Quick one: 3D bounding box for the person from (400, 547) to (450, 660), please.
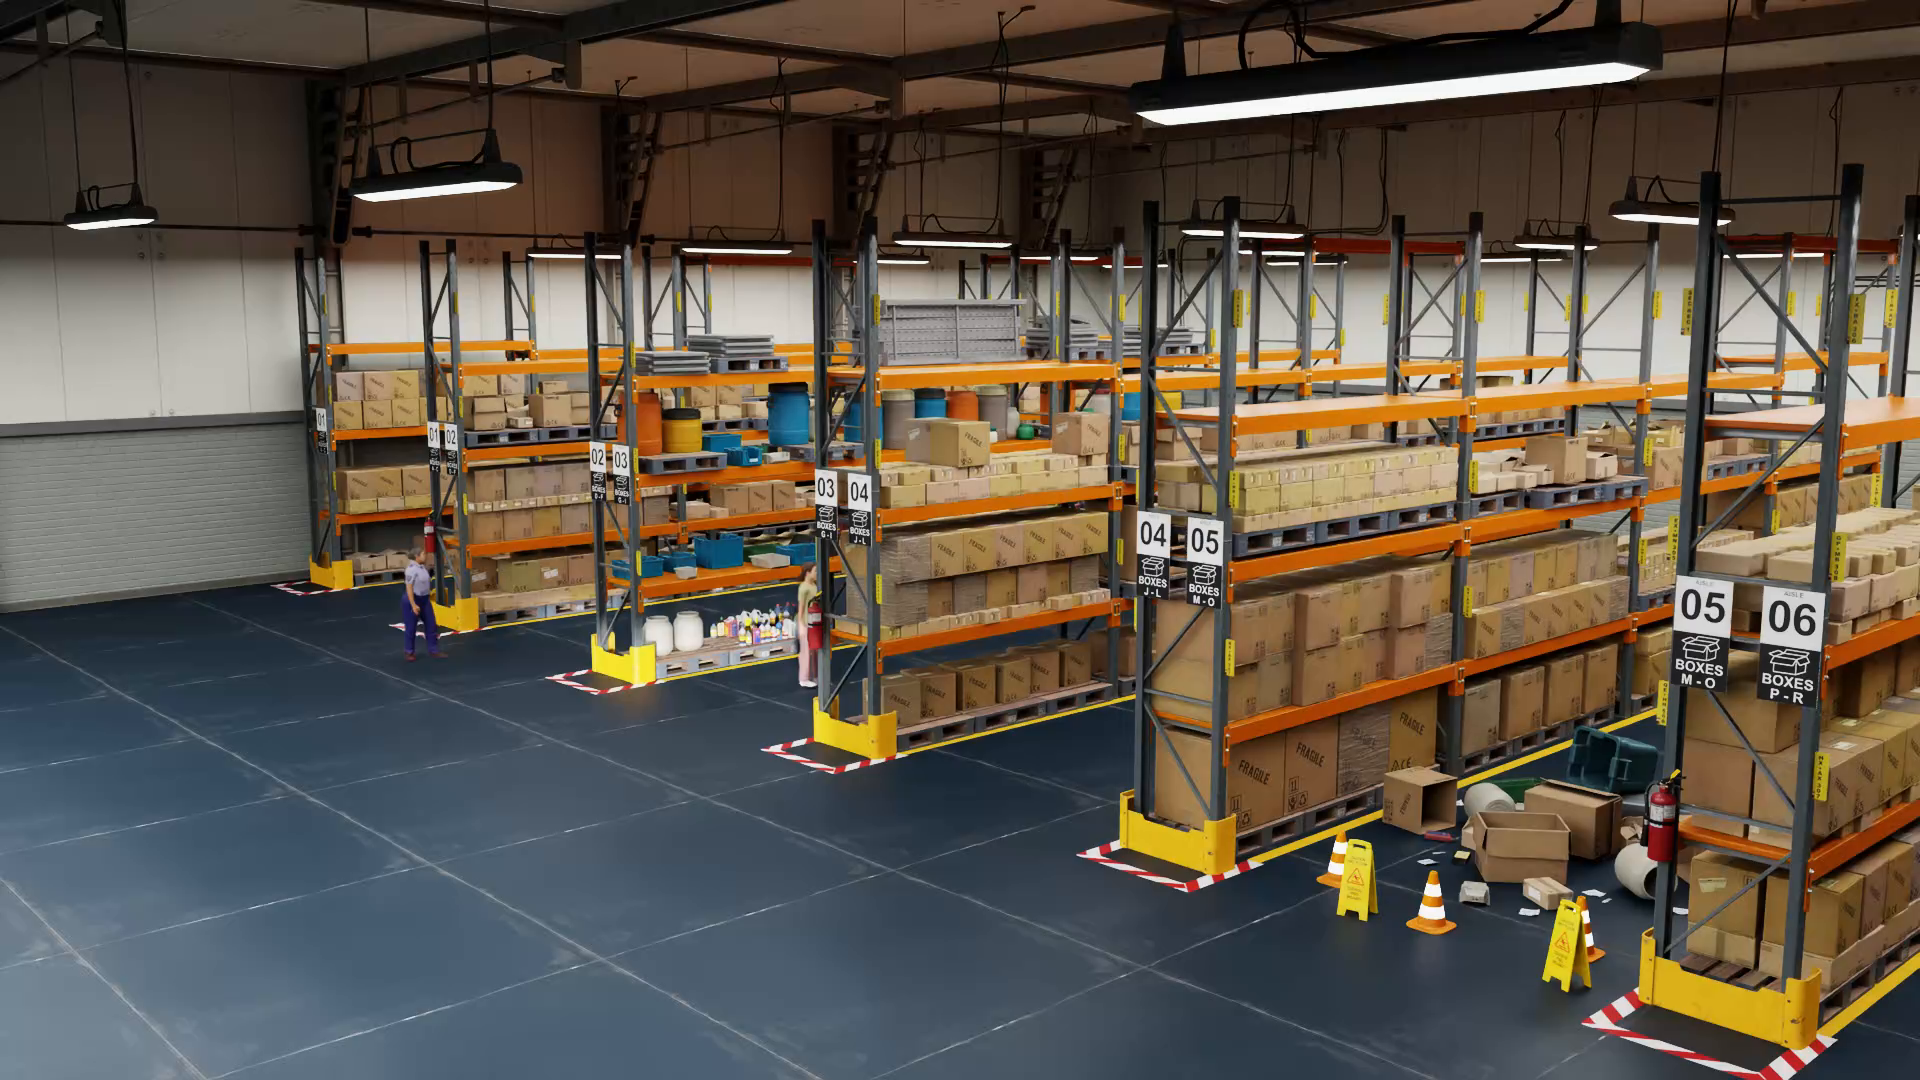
[{"bbox_3d":[-7.696,0.906,23.675,0.579,1.638,0.563,4,9,25],"label":"person"}]

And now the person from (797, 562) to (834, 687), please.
[{"bbox_3d":[-1.954,1.137,22.047,0.429,1.709,0.483,3,9,19],"label":"person"}]
